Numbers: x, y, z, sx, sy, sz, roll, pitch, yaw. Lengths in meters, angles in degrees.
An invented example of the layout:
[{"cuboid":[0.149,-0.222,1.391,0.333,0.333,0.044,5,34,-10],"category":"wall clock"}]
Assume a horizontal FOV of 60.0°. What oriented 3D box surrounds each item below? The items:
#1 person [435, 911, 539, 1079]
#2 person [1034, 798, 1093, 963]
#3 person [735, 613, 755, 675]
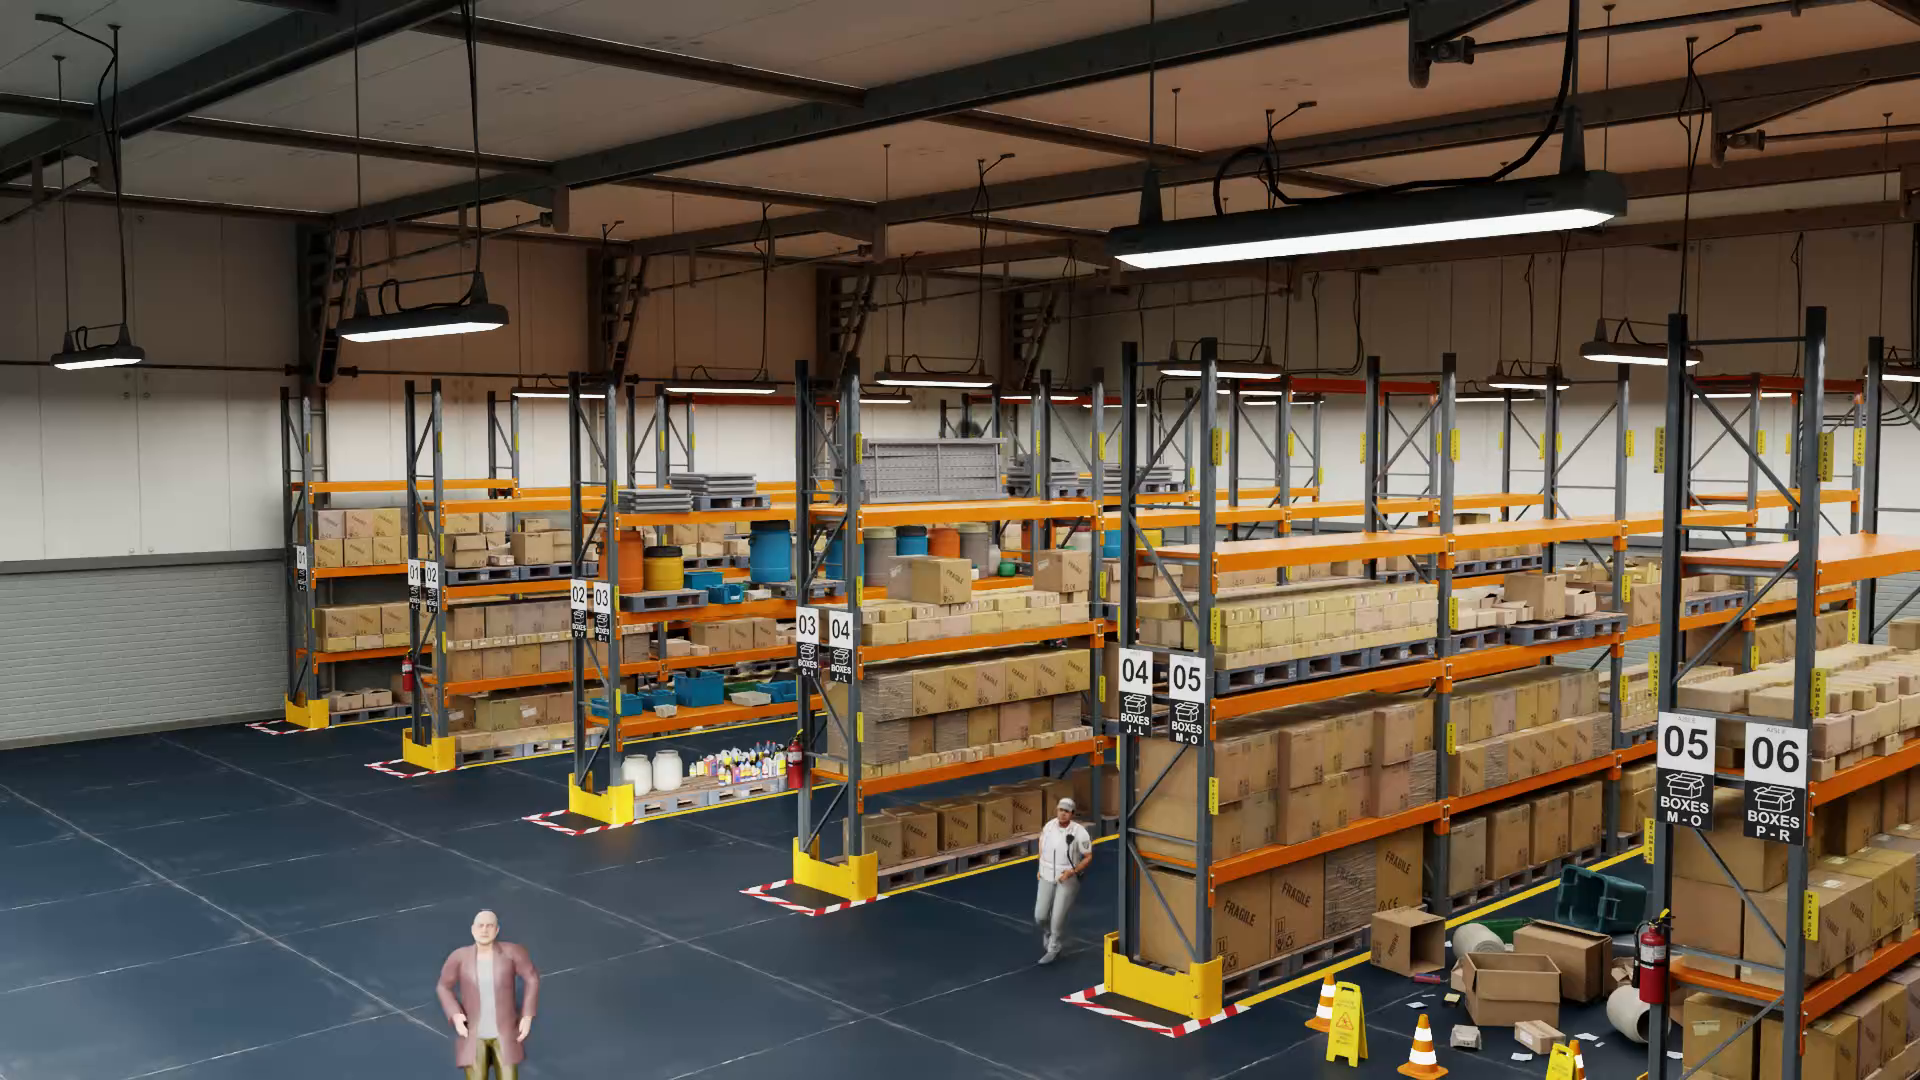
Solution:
[{"cuboid":[-3.431,3.542,12.095,0.730,1.724,0.717,-1,4,-16],"category":"person"},{"cuboid":[1.004,3.333,16.278,0.599,1.642,0.535,2,4,23],"category":"person"},{"cuboid":[-4.140,2.208,32.221,0.712,1.776,1.037,3,5,43],"category":"person"}]
